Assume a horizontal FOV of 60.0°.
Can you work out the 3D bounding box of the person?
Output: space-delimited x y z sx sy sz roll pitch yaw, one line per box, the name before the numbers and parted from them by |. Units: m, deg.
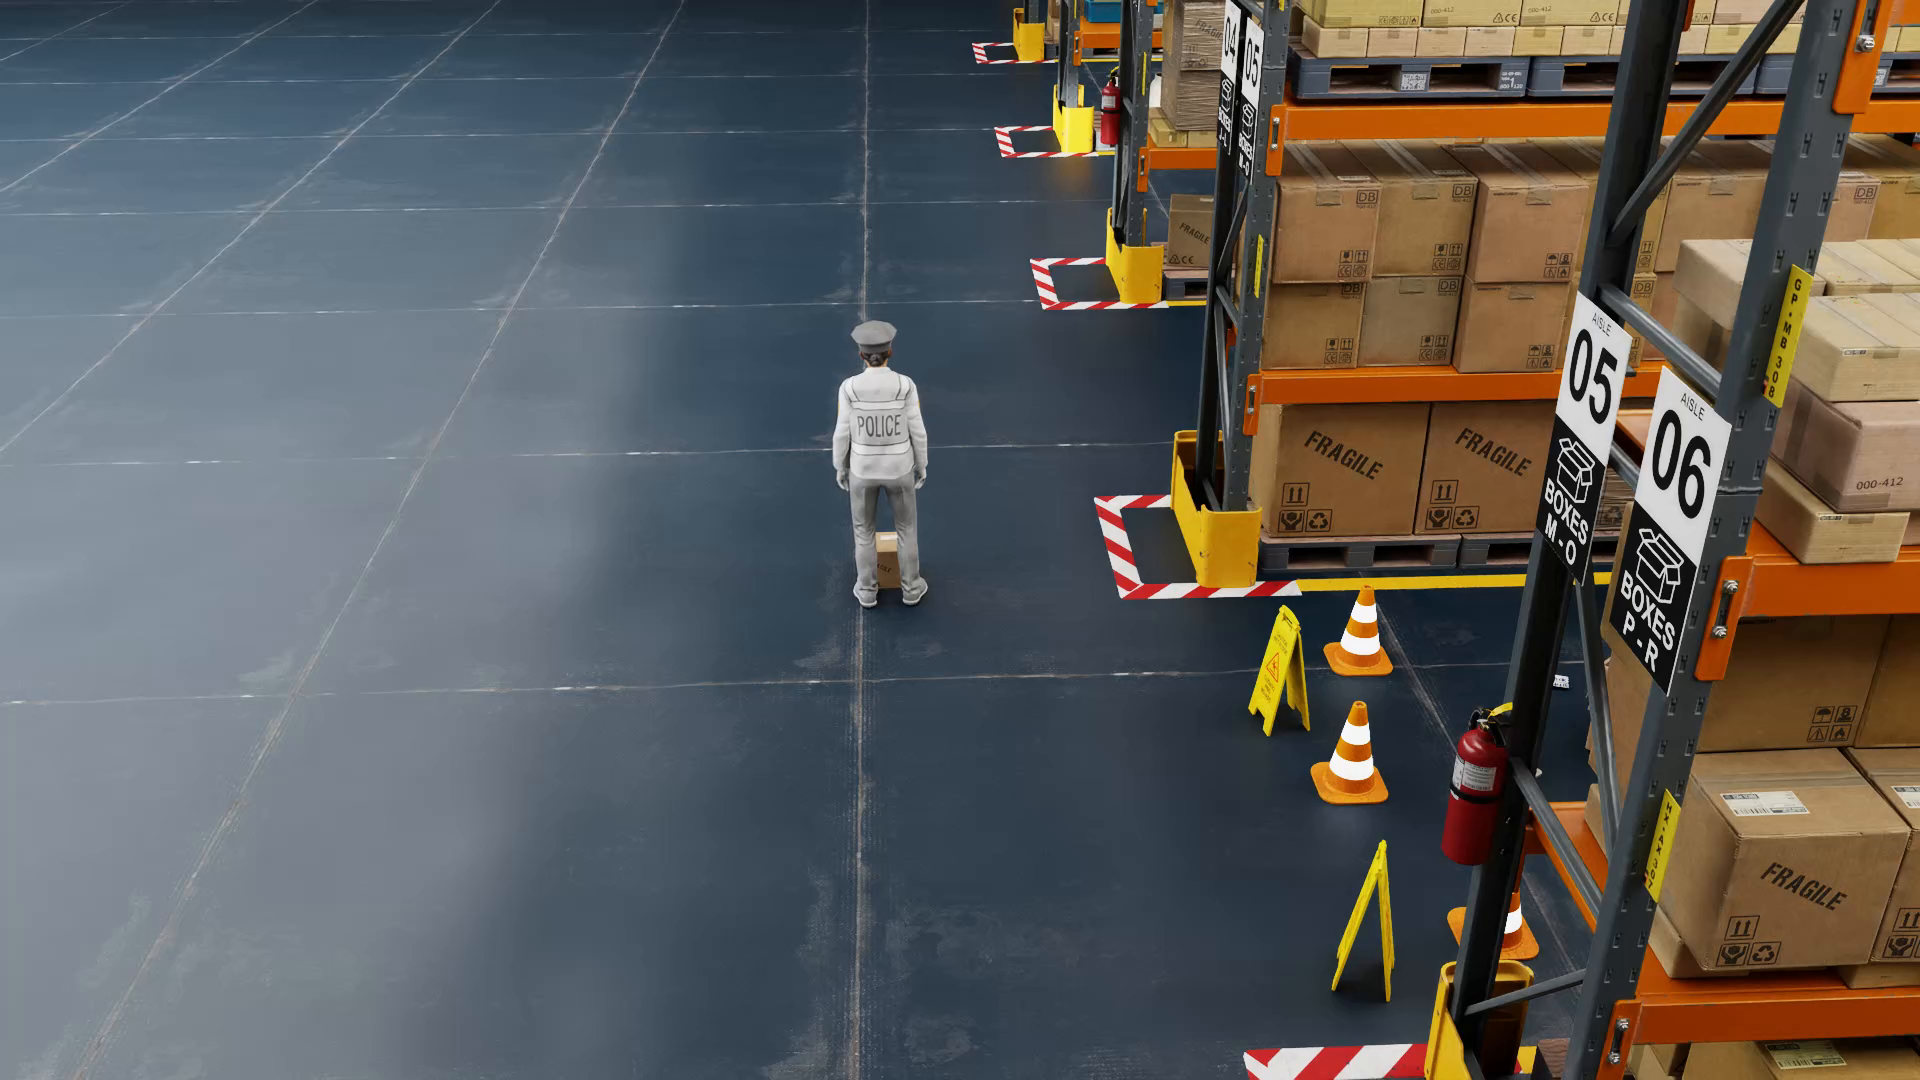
person | -0.445 -0.394 9.364 0.528 1.664 0.372 -1 28 -2
